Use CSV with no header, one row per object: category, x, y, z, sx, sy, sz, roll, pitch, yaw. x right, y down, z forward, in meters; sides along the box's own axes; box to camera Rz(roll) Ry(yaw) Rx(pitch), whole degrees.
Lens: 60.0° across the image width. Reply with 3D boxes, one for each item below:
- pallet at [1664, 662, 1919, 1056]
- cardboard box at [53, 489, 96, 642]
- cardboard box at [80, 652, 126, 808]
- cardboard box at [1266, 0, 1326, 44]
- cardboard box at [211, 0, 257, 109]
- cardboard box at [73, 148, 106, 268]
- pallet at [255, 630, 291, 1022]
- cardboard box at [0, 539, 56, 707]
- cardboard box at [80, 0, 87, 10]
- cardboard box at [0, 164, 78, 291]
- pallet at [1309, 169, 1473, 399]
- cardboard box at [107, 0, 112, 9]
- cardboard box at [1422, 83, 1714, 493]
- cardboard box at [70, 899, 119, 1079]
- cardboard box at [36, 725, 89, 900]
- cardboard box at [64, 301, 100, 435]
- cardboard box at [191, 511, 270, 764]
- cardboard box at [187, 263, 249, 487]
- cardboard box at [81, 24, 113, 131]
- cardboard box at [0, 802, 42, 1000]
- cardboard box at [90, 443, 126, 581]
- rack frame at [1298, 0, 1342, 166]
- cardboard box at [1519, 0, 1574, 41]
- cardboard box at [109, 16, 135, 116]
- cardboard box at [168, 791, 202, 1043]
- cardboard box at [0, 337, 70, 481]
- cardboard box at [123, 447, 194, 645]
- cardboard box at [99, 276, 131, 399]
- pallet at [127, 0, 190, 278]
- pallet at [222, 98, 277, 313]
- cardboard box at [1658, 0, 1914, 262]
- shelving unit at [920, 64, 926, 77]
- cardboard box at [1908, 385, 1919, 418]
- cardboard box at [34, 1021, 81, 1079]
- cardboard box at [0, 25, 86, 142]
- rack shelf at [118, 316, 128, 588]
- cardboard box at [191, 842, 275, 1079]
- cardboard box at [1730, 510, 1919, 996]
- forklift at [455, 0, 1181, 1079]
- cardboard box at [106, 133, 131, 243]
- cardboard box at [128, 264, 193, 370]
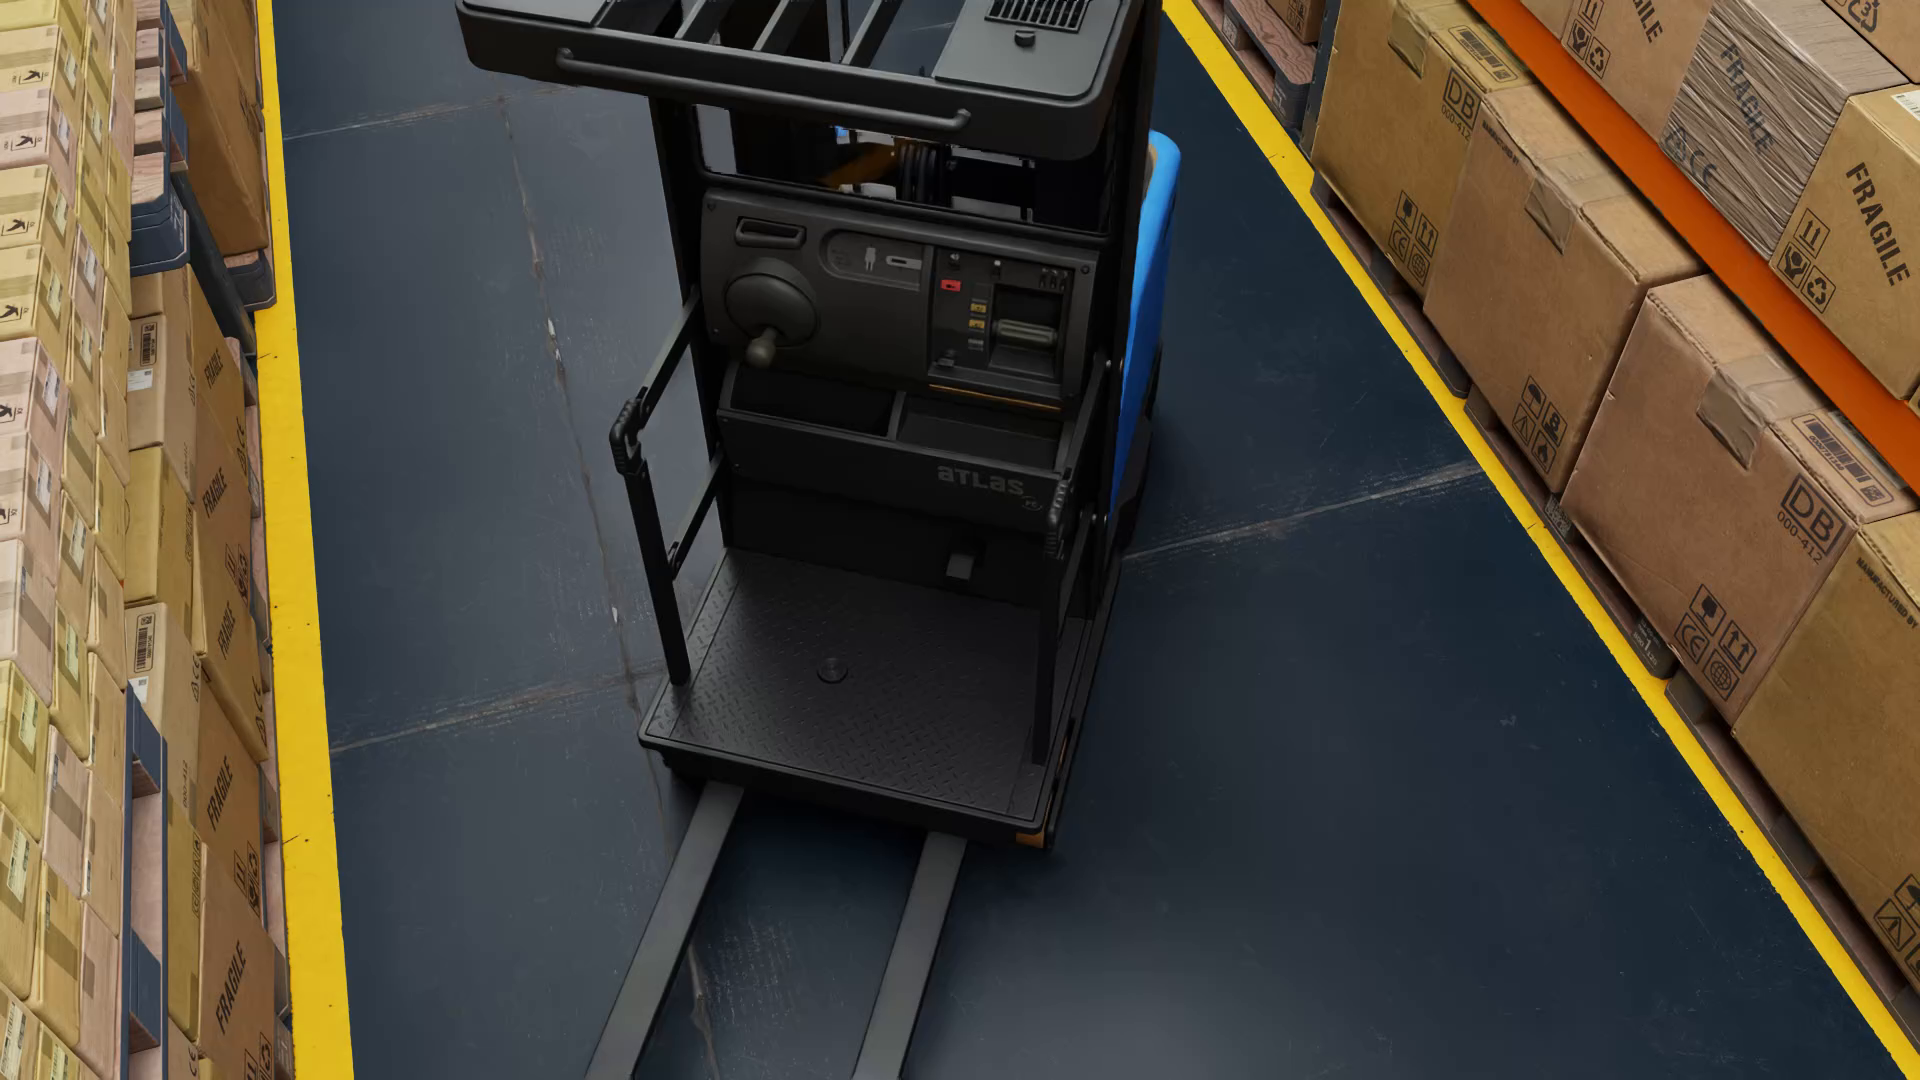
pallet,2.710,0.691,4.529,1.003,0.211,1.213,-13,51,-11
cardboard box,-1.749,0.081,2.915,0.380,0.149,0.250,-11,51,-10
cardboard box,-1.666,0.372,2.864,0.380,0.149,0.250,-13,51,-11
cardboard box,1.610,-2.404,6.662,0.700,0.500,0.500,-16,52,-13
cardboard box,-3.296,-2.048,6.211,1.050,0.750,0.750,-13,51,-10
cardboard box,-2.053,-0.676,3.553,0.380,0.149,0.250,-14,51,-11
pallet,-2.353,0.824,4.417,1.003,0.211,1.213,-13,51,-11
cardboard box,-1.668,0.176,2.641,0.380,0.149,0.250,-14,51,-11
cardboard box,-2.285,-1.343,3.921,0.380,0.149,0.250,-14,51,-11
cardboard box,-1.977,-0.582,3.279,0.380,0.149,0.250,-11,51,-9
pallet,1.989,-1.091,6.032,1.003,0.211,1.213,-13,51,-11
cardboard box,-2.359,-1.427,4.187,0.380,0.149,0.250,-12,51,-10
cardboard box,2.268,-0.872,5.138,1.225,0.875,0.875,-13,51,-11
cardboard box,-1.522,0.739,2.555,0.380,0.149,0.250,-13,51,-10
cardboard box,-1.590,0.467,2.589,0.380,0.149,0.250,-12,51,-10
cardboard box,-1.899,-0.297,3.234,0.380,0.149,0.250,-14,51,-12
cardboard box,-2.174,0.319,4.379,0.500,0.500,0.500,-15,52,-13
cardboard box,-2.496,-0.443,5.022,0.500,0.500,0.500,-14,51,-11
cardboard box,-2.198,-1.041,3.861,0.380,0.149,0.250,-12,51,-10
cardboard box,-1.523,0.546,2.328,0.380,0.149,0.250,-12,51,-10
cardboard box,-1.826,-0.012,3.188,0.380,0.149,0.250,-14,51,-12
rack frame,1.828,-2.583,5.465,1.000,3.000,0.127,-13,51,-11
cardboard box,1.866,-1.822,4.759,0.500,0.500,0.500,-15,51,-12
cardboard box,-2.284,-1.151,4.148,0.380,0.149,0.250,-13,51,-11
cardboard box,-1.883,0.827,3.460,0.500,0.250,0.500,-12,51,-10
cardboard box,-1.818,-0.195,2.953,0.380,0.149,0.250,-12,51,-10
cardboard box,-2.193,0.075,4.095,0.500,0.250,0.500,-12,51,-10
cardboard box,-1.981,-0.395,3.511,0.380,0.149,0.250,-12,51,-10
pallet,-2.628,-0.977,4.237,1.213,0.211,1.003,-13,51,-11
pallet,-3.101,-1.229,6.148,1.003,0.211,1.213,-13,51,-11
cardboard box,2.167,-1.083,4.136,0.500,0.500,0.500,-13,51,-11
shelving unit,-0.120,-1.121,5.602,0.258,0.900,0.210,-37,58,-27
cardboard box,2.472,-0.336,3.506,0.500,0.500,0.500,-12,51,-10
cardboard box,-1.435,0.844,2.271,0.380,0.149,0.250,-13,51,-10
cardboard box,-2.125,-0.957,3.596,0.380,0.149,0.250,-12,51,-10
rack shelf,-2.349,0.158,3.626,1.077,0.370,4.000,-13,51,-11
cardboard box,-1.881,1.071,3.745,0.500,0.500,0.500,-11,51,-9
cardboard box,2.802,0.425,4.045,1.225,0.875,0.875,-13,51,-11
forklift,-0.205,-0.444,3.707,1.130,2.935,3.031,11,51,9
cardboard box,-2.137,-0.781,3.836,0.380,0.149,0.250,-14,51,-11
cardboard box,-2.488,-0.666,4.719,0.500,0.250,0.500,-14,51,-12
